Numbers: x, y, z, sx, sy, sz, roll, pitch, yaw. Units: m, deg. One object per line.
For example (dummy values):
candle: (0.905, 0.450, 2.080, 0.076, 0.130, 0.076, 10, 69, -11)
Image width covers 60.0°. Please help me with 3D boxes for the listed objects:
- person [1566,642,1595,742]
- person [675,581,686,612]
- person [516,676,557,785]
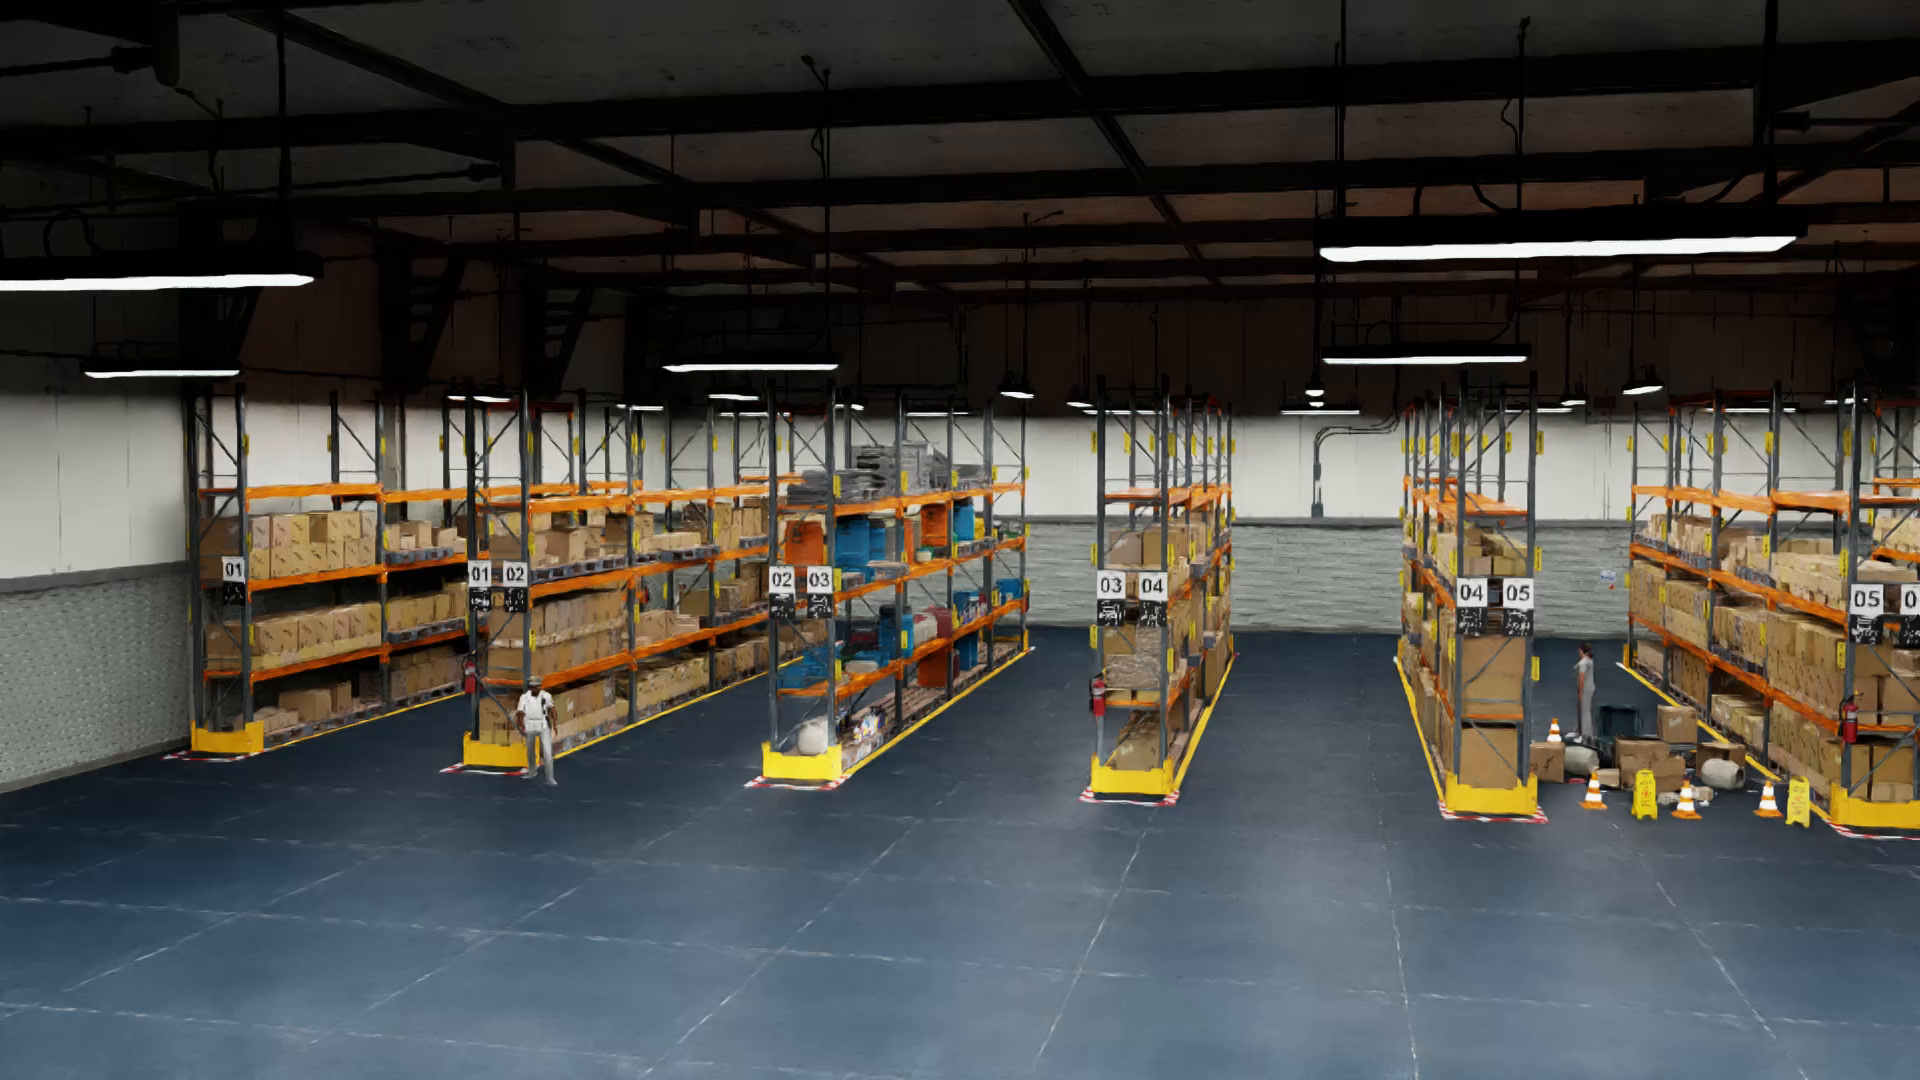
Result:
person: (10.484, 2.547, 28.064, 0.487, 1.677, 0.490, 2, 4, 37)
person: (-6.903, 1.814, 41.664, 0.493, 1.605, 0.982, 1, 3, 11)
person: (-6.228, 2.783, 24.587, 0.613, 1.603, 0.825, 0, 3, -5)
